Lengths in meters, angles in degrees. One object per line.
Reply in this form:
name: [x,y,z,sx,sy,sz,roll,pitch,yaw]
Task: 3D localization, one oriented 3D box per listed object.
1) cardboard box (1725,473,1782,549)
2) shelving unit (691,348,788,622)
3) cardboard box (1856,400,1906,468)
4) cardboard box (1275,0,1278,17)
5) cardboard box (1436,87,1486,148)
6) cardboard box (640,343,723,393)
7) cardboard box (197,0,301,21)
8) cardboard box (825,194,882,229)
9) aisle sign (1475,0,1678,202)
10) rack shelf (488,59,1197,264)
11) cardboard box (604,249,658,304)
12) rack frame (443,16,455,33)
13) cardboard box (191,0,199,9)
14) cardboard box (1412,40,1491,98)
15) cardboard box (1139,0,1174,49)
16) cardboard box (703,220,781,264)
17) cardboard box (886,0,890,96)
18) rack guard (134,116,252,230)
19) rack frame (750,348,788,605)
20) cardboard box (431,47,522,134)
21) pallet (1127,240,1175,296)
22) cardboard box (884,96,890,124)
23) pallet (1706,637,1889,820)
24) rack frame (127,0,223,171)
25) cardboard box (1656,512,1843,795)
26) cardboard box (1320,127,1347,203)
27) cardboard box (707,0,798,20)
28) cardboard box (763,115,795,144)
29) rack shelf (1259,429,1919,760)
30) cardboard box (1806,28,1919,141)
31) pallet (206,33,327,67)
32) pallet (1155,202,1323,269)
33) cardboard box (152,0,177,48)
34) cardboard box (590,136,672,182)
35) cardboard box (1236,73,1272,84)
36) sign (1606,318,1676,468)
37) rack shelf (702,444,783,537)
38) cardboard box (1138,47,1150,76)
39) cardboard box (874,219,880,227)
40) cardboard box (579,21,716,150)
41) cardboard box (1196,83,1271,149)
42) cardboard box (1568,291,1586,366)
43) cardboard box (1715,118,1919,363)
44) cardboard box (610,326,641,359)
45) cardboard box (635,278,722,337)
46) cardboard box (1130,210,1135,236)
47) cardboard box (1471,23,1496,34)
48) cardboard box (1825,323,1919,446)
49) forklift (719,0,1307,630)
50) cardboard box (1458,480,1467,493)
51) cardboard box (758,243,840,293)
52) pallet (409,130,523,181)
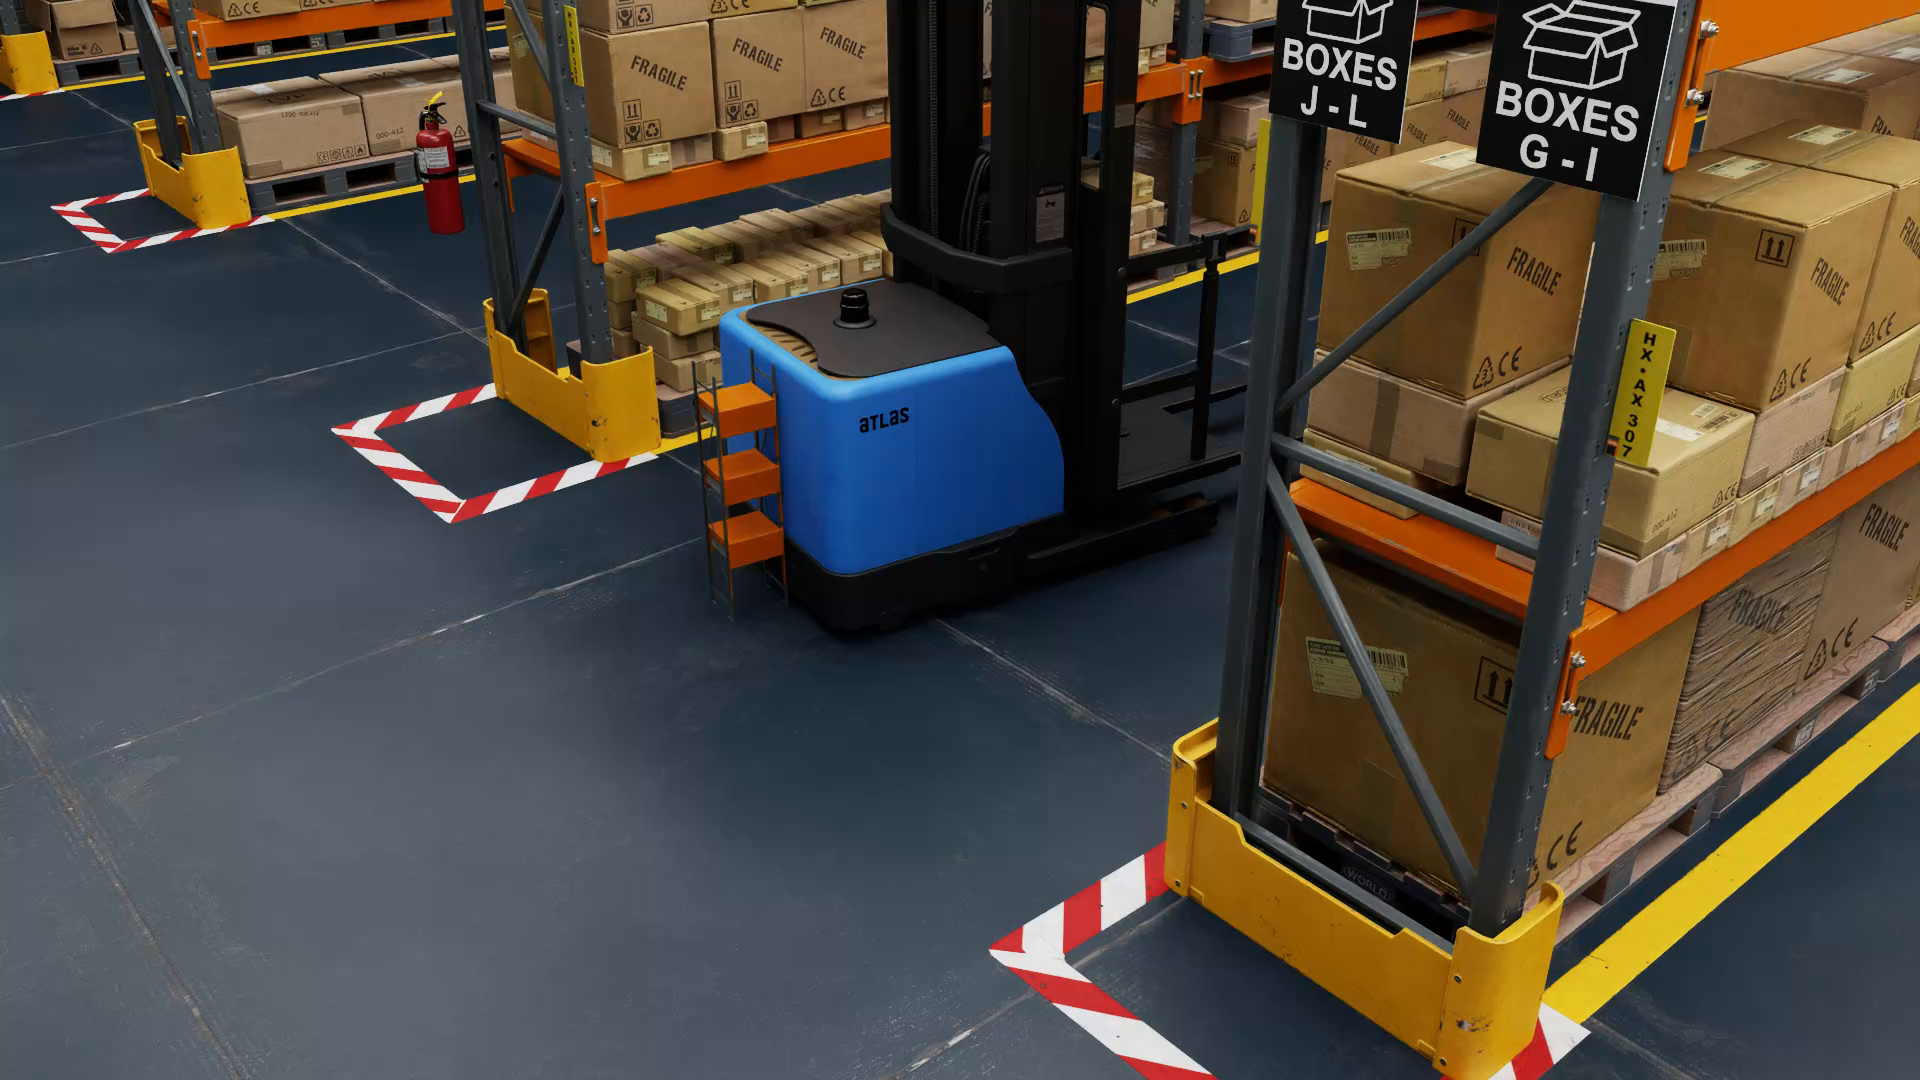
cardboard box: [2.017,-0.143,4.602,0.250,0.149,0.380,-23,36,-36]
shelving unit: [-0.857,-0.207,6.523,0.252,1.050,0.215,-17,32,-28]
cardboard box: [2.605,-0.380,5.045,0.250,0.149,0.380,-22,35,-35]
cardboard box: [1.850,-3.256,9.981,0.250,0.149,0.380,-21,35,-34]
cardboard box: [3.359,-2.993,11.875,0.500,0.500,0.500,-20,34,-33]
cardboard box: [-1.392,-0.889,8.310,0.250,0.149,0.380,-21,35,-34]
cardboard box: [-4.736,-3.747,10.974,0.500,0.500,0.500,-22,35,-35]
cardboard box: [-0.557,-1.829,9.439,0.250,0.149,0.380,-22,35,-35]
aisle sign: [1.284,-1.123,3.411,0.004,0.787,0.394,-22,35,-35]
rack shelf: [-0.477,-2.210,8.966,4.000,0.370,1.077,-22,35,-35]
cardboard box: [-1.760,-1.359,8.558,0.250,0.149,0.380,-21,35,-34]
rack frame: [-5.469,-6.662,16.533,0.127,3.000,1.000,-22,35,-35]
cardboard box: [-5.093,-3.946,11.345,0.500,0.500,0.500,-22,35,-35]
cardboard box: [3.360,-3.315,11.681,0.500,0.250,0.500,-21,35,-34]
cardboard box: [0.860,-3.065,9.381,0.500,0.500,0.500,-22,35,-35]
cardboard box: [-1.179,-1.596,9.002,0.250,0.149,0.380,-24,36,-37]
cardboard box: [-0.322,-2.605,8.521,0.500,0.500,0.500,-23,36,-36]
rack guard: [-5.306,-2.550,11.491,0.348,0.500,1.175,-22,35,-35]
rack frame: [-0.754,-0.238,6.581,0.008,1.050,0.200,-17,32,-28]
cardboard box: [-3.473,-3.511,12.910,0.875,0.438,0.875,-23,36,-36]
pallet: [0.557,-1.691,10.191,1.213,0.211,1.003,-22,35,-35]
cardboard box: [-0.385,-2.282,8.604,0.250,0.149,0.380,-20,34,-33]
pallet: [2.629,0.480,6.128,1.213,0.211,1.003,-22,35,-35]
rack frame: [-5.288,-3.659,10.915,0.127,3.000,1.000,-22,35,-35]
cardboard box: [2.271,0.143,5.609,0.875,0.875,0.875,-22,35,-35]
cardboard box: [2.180,-2.515,10.981,0.500,0.500,0.500,-20,34,-33]
cardboard box: [-1.105,-2.731,7.694,0.500,0.500,0.500,-21,34,-34]
cardboard box: [-1.025,-2.071,8.208,0.250,0.149,0.380,-20,34,-33]
rack shelf: [2.666,-0.401,5.580,4.000,0.370,1.077,-22,35,-35]
cardboard box: [3.277,-1.523,5.965,0.500,0.500,0.500,-22,35,-35]
pallet: [-6.921,-4.847,16.096,1.213,0.211,1.003,-22,35,-35]
pallet: [1.636,-2.148,11.045,1.213,0.211,1.003,-22,35,-35]
cardboard box: [-7.310,-4.922,15.483,0.500,0.500,0.700,-20,34,-33]
cardboard box: [-1.539,-1.786,7.677,0.250,0.149,0.380,-22,35,-35]
cardboard box: [1.847,-3.024,11.136,0.500,0.250,0.500,-20,34,-33]
sign: [1.500,-0.322,3.668,0.005,0.325,0.100,-22,35,-35]
rack shelf: [-0.857,-0.198,6.528,0.240,0.259,0.215,-17,32,-28]
cardboard box: [0.854,-2.739,9.460,0.250,0.149,0.380,-23,36,-36]
cardboard box: [-0.262,-1.665,9.131,0.250,0.149,0.380,-22,35,-35]
cardboard box: [-1.477,-2.129,7.630,0.500,0.500,0.500,-20,34,-33]
cardboard box: [1.778,-2.684,10.501,0.500,0.250,0.500,-24,36,-37]
cardboard box: [1.727,-0.569,4.977,0.500,0.250,0.500,-23,35,-36]
cardboard box: [2.455,-0.866,4.735,0.500,0.500,0.500,-23,36,-36]
cardboard box: [-1.733,-1.079,8.666,0.250,0.149,0.380,-21,35,-34]
cardboard box: [-1.379,-1.144,8.156,0.250,0.149,0.380,-24,36,-37]
cardboard box: [0.814,-1.901,9.888,0.250,0.149,0.380,-24,36,-37]
cardboard box: [4.609,-3.710,12.951,0.750,0.750,1.050,-22,35,-36]
cardboard box: [2.460,-0.535,4.912,0.500,0.250,0.500,-23,36,-36]
forklift: [0.532,-1.452,6.857,3.031,2.935,1.130,-17,32,-28]
cardboard box: [1.398,-0.302,4.900,0.250,0.149,0.380,-21,35,-34]
cardboard box: [-0.838,-1.408,8.651,0.250,0.149,0.380,-24,36,-37]
pallet: [-3.803,-3.073,12.777,1.213,0.211,1.003,-22,35,-35]
